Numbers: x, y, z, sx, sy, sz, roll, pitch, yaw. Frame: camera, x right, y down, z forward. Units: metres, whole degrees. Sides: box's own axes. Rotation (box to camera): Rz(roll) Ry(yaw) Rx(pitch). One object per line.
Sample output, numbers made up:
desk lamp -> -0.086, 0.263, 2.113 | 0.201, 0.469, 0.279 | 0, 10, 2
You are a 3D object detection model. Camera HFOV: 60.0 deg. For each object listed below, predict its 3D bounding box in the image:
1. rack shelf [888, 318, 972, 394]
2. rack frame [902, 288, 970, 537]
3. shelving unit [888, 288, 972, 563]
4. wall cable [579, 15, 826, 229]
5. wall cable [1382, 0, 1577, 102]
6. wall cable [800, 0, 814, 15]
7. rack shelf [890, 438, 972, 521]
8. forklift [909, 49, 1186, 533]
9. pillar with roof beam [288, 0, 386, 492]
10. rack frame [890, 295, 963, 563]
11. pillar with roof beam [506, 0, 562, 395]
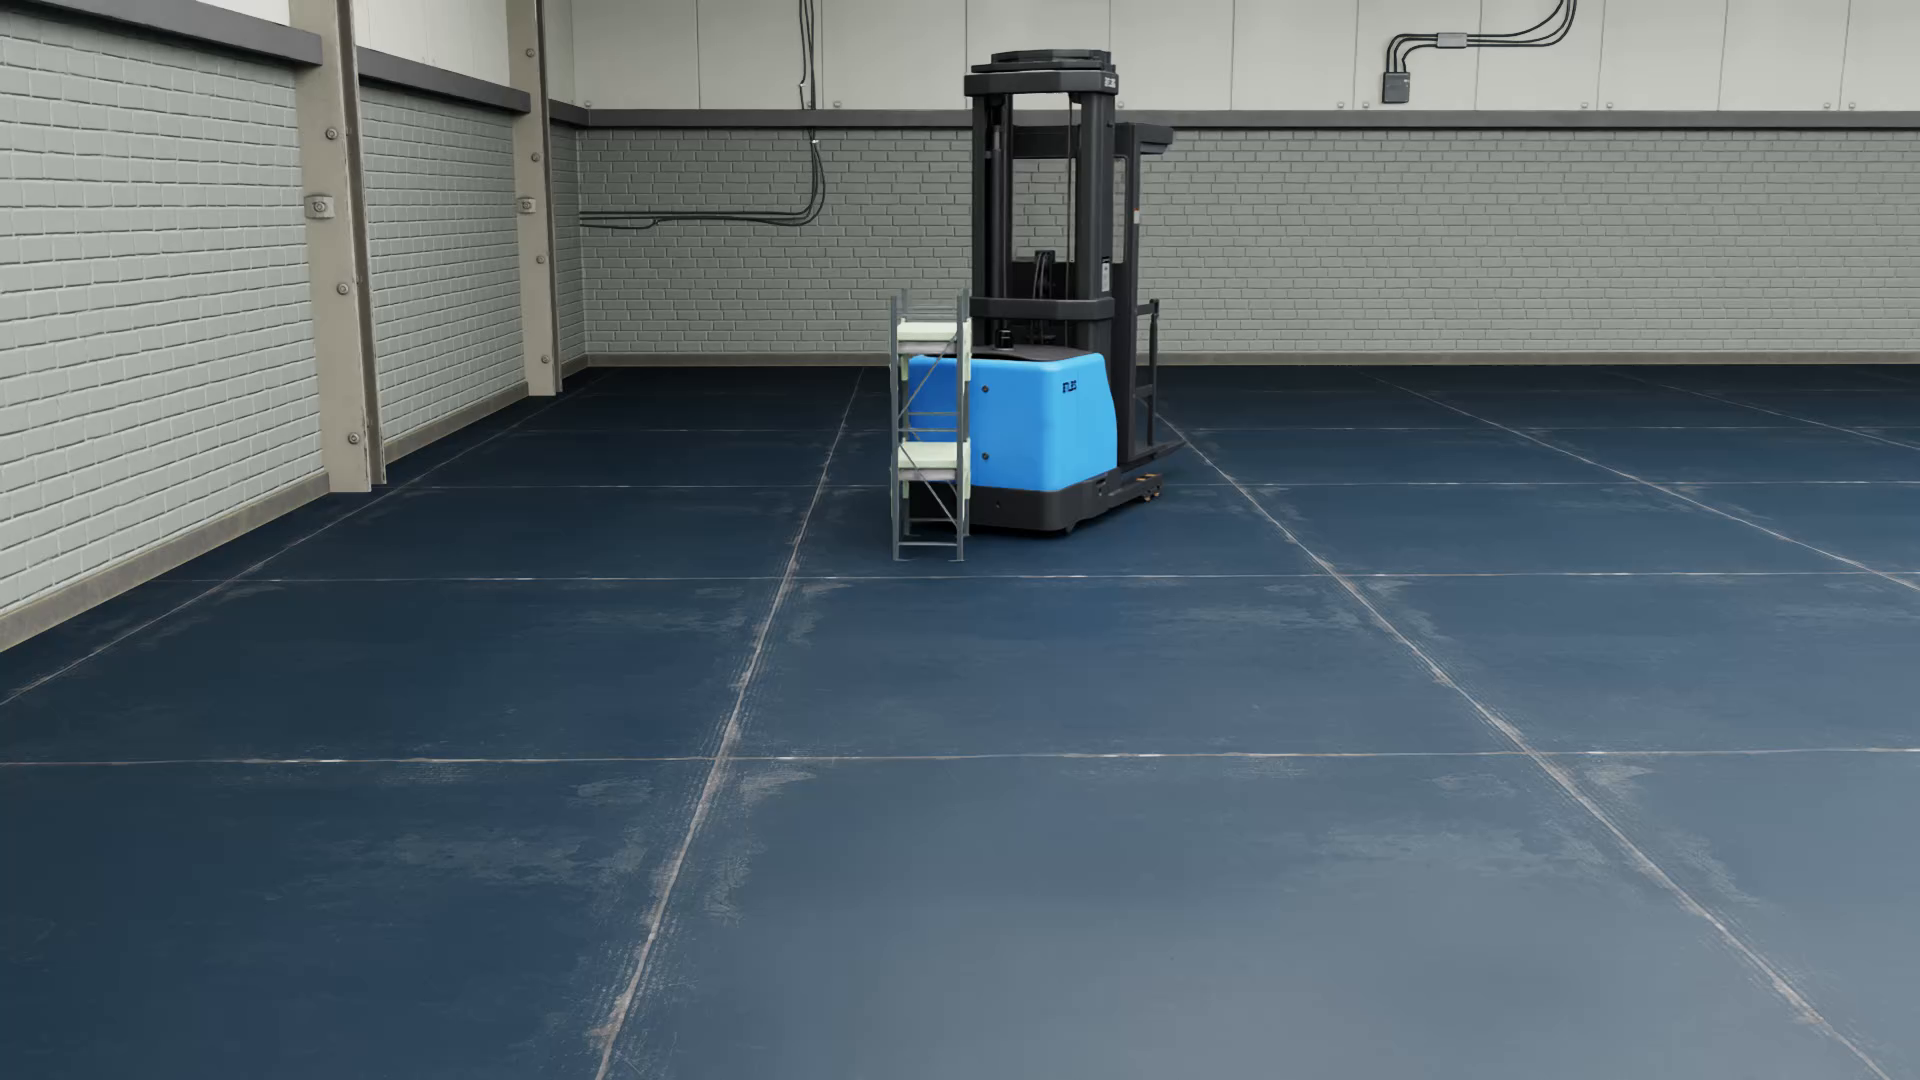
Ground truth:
rack shelf -> -0.163, -1.066, 9.581 | 0.431, 0.370, 0.720 | 1, 11, 3
rack frame -> -0.143, -0.757, 10.017 | 0.400, 1.500, 0.023 | 1, 11, 3
shelving unit -> -0.163, -0.684, 9.658 | 0.431, 1.500, 0.755 | 1, 11, 3
wall cable -> -3.189, -5.049, 20.123 | 3.097, 2.526, 0.112 | 0, 11, -1
wall cable -> 6.302, -8.273, 19.653 | 2.305, 6.003, 0.169 | 0, 11, -1
wall cable -> -0.485, -7.535, 19.676 | 3.097, 2.526, 0.112 | 0, 11, -1
rack shelf -> -0.163, -0.364, 9.723 | 0.431, 0.370, 0.720 | 1, 11, 3
forklift -> 0.757, -1.729, 11.211 | 1.130, 2.935, 3.031 | 5, 13, 25
pillar with roof beam -> -0.022, -4.805, 11.109 | 9.100, 9.000, 0.400 | 0, 11, -1
rack frame -> -0.182, -0.611, 9.300 | 0.400, 1.500, 0.023 | 1, 11, 3
pillar with roof beam -> -0.146, -5.997, 16.988 | 9.100, 9.000, 0.400 | 0, 11, -1
